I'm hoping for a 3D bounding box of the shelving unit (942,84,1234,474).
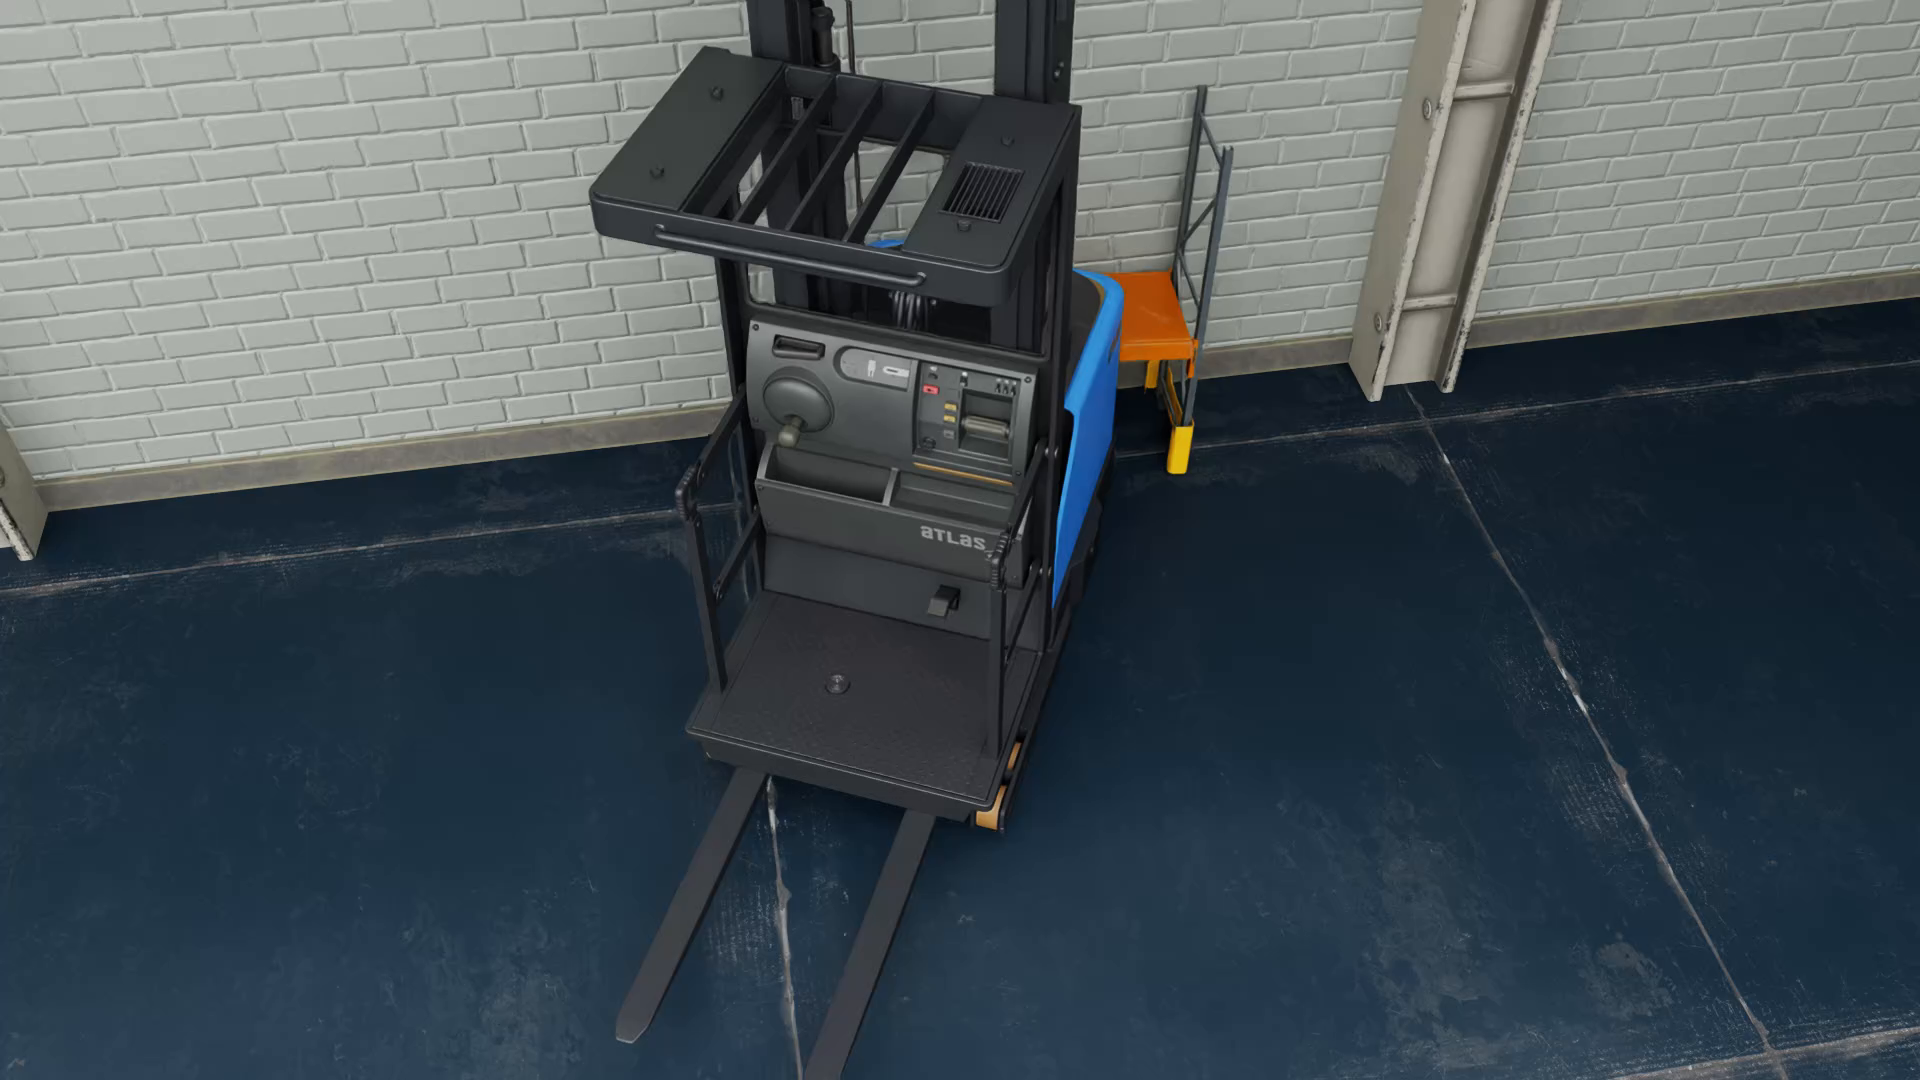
[{"bbox_3d":[0.415,-1.003,6.652,1.083,1.500,0.587,-3,43,-5],"label":"shelving unit"}]

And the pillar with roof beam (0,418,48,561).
[{"bbox_3d":[-3.205,-0.076,0.574,0.400,9.000,9.100,-7,46,-7],"label":"pillar with roof beam"}]

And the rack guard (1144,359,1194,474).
[{"bbox_3d":[0.891,-0.569,7.125,0.087,0.250,0.587,-3,43,-5],"label":"rack guard"}]

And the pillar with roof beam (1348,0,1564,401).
[{"bbox_3d":[2.708,-0.813,1.284,0.400,9.000,9.100,-7,46,-7],"label":"pillar with roof beam"}]

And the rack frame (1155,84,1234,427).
[{"bbox_3d":[0.929,-1.027,6.701,0.032,1.500,0.500,-3,43,-5],"label":"rack frame"}]

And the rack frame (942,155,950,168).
[{"bbox_3d":[-0.082,-0.979,6.605,0.032,1.500,0.500,-3,43,-5],"label":"rack frame"}]

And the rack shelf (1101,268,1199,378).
[{"bbox_3d":[0.418,-0.871,6.776,1.000,0.185,0.538,-3,43,-5],"label":"rack shelf"}]

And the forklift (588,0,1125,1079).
[{"bbox_3d":[-0.283,-0.339,5.041,1.130,2.935,3.031,12,47,11],"label":"forklift"}]
